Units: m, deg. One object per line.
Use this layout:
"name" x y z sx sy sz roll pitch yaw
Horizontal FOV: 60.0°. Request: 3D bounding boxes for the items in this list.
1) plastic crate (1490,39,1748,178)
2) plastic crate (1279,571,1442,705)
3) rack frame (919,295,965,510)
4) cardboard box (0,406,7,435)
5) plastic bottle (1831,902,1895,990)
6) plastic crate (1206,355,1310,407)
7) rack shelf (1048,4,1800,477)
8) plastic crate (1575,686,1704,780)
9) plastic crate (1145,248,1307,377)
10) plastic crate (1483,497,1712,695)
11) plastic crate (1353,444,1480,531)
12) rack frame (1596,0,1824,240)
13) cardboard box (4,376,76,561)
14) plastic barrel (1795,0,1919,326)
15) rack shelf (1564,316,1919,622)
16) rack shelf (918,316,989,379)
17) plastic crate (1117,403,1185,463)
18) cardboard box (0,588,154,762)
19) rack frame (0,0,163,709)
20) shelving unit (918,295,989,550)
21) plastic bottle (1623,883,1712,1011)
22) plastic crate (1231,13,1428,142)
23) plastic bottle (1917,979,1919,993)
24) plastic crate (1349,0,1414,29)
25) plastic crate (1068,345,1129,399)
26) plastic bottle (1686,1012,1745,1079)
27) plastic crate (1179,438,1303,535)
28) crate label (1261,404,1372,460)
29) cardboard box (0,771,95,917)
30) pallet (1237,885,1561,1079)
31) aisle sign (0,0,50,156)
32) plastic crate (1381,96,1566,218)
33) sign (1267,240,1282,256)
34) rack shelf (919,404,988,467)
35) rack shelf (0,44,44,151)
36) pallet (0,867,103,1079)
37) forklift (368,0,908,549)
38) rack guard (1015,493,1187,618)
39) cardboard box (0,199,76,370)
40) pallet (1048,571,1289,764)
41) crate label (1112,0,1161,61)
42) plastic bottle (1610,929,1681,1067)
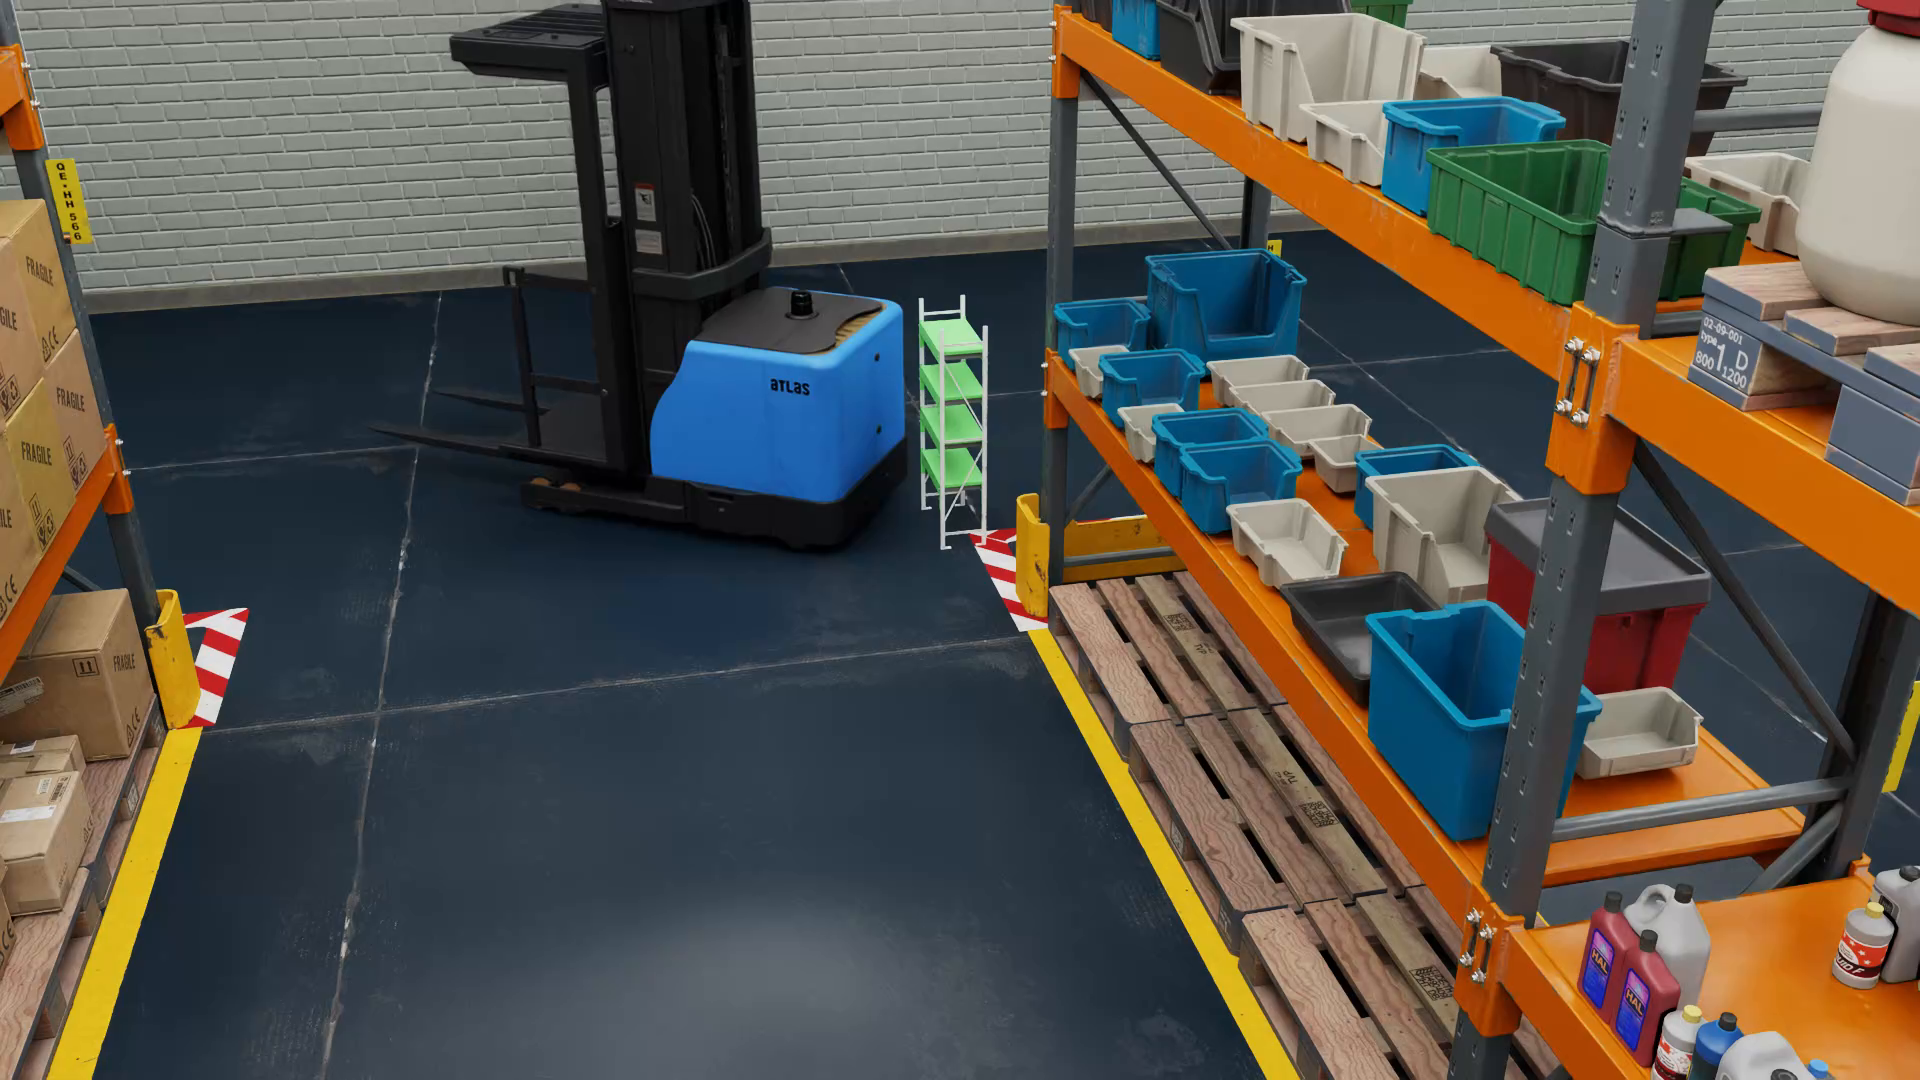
"plastic crate" 1.776 -1.182 4.579 0.497 0.269 0.590 -6 27 -12
"plastic crate" 1.275 0.304 5.057 0.437 0.125 0.590 -6 27 -12
"rack frame" -0.092 -0.715 8.836 0.240 1.200 0.015 -6 27 -12
"cardboard box" -3.335 -0.457 5.106 0.500 0.500 0.500 -5 27 -10
"plastic bottle" 2.076 0.922 3.815 0.097 0.201 0.097 0 27 0
"plastic crate" 1.248 -0.653 6.942 0.396 0.136 0.243 -6 27 -12
"rack shelf" 1.339 -1.224 5.315 1.077 0.370 4.000 -6 27 -12
"plastic crate" 1.824 0.544 4.569 0.396 0.136 0.243 -6 27 -12
"plastic crate" 1.145 -0.998 7.293 0.616 0.435 0.499 -6 27 -12
"plastic crate" 1.832 0.199 4.889 0.402 0.464 0.583 -6 27 -12
"plastic crate" 1.600 -0.160 5.858 0.416 0.233 0.300 -6 27 -12
"rack frame" 1.789 -2.006 2.738 1.000 3.000 0.127 -6 27 -12
"cardboard box" -3.452 -0.231 5.767 0.500 0.500 0.500 -6 27 -11
"plastic barrel" 1.664 -0.659 2.780 0.433 0.535 0.433 0 27 0
"rack shelf" 2.240 0.532 1.836 1.077 0.370 4.000 -6 27 -12
"rack shelf" -0.037 -0.980 8.436 0.258 0.148 0.480 -6 27 -12
"plastic crate" 0.767 -0.404 6.448 0.250 0.136 0.298 -6 27 -12
"cardboard box" -3.576 0.551 6.616 0.500 0.500 0.500 -6 27 -12
"rack frame" -3.939 -0.583 6.575 1.000 3.000 0.127 -6 27 -12
"shelving unit" -0.037 -0.608 8.624 0.258 1.200 0.503 -6 27 -12
"plastic bottle" 1.562 0.899 3.694 0.144 0.351 0.185 -6 27 -12
"plastic crate" 1.087 -1.366 4.930 0.437 0.282 0.530 -6 27 -12
"plastic bottle" 2.246 0.949 3.761 0.097 0.201 0.097 0 27 0
"plastic crate" 1.388 -1.924 6.140 0.450 0.188 0.336 -6 27 -12
"plastic crate" 0.614 -0.702 7.038 0.250 0.136 0.298 -6 27 -12
"plastic bottle" 1.552 1.084 3.416 0.097 0.271 0.097 0 27 0
"plastic crate" 0.987 -0.184 5.906 0.416 0.233 0.300 -6 27 -12
"crate label" 1.386 -0.405 6.449 0.396 0.136 0.243 -6 27 -12
"cardboard box" -3.392 1.082 5.840 0.500 0.250 0.500 -6 27 -12
"pallet" 1.586 1.598 5.350 1.003 0.211 1.213 -6 27 -12
"aisle sign" -3.656 -1.804 6.111 0.394 0.787 0.004 -6 27 -12
"plastic crate" 1.273 -0.960 4.179 0.416 0.233 0.300 -6 27 -12
"sign" 1.420 -1.220 7.657 0.100 0.325 0.005 -6 27 -12
"rack shelf" -0.037 -0.551 8.652 0.258 0.148 0.480 -6 27 -12
"rack shelf" -3.488 -0.723 4.322 1.077 0.370 4.000 -6 27 -12
"pallet" -3.470 1.580 5.385 1.003 0.211 1.213 -6 27 -12
"forklift" -1.863 -1.659 8.785 3.031 2.935 1.130 9 28 18
"rack guard" 0.870 0.023 8.150 1.175 0.500 0.348 -6 27 -12
"cardboard box" -3.571 -0.906 5.996 0.500 0.500 0.500 -6 27 -12
"pallet" 1.036 0.527 7.472 1.003 0.211 1.213 -6 27 -12
"crate label" 0.781 -1.919 6.059 0.408 0.251 0.502 -6 27 -12
"plastic bottle" 1.486 0.987 3.595 0.061 0.283 0.133 -6 27 -12
